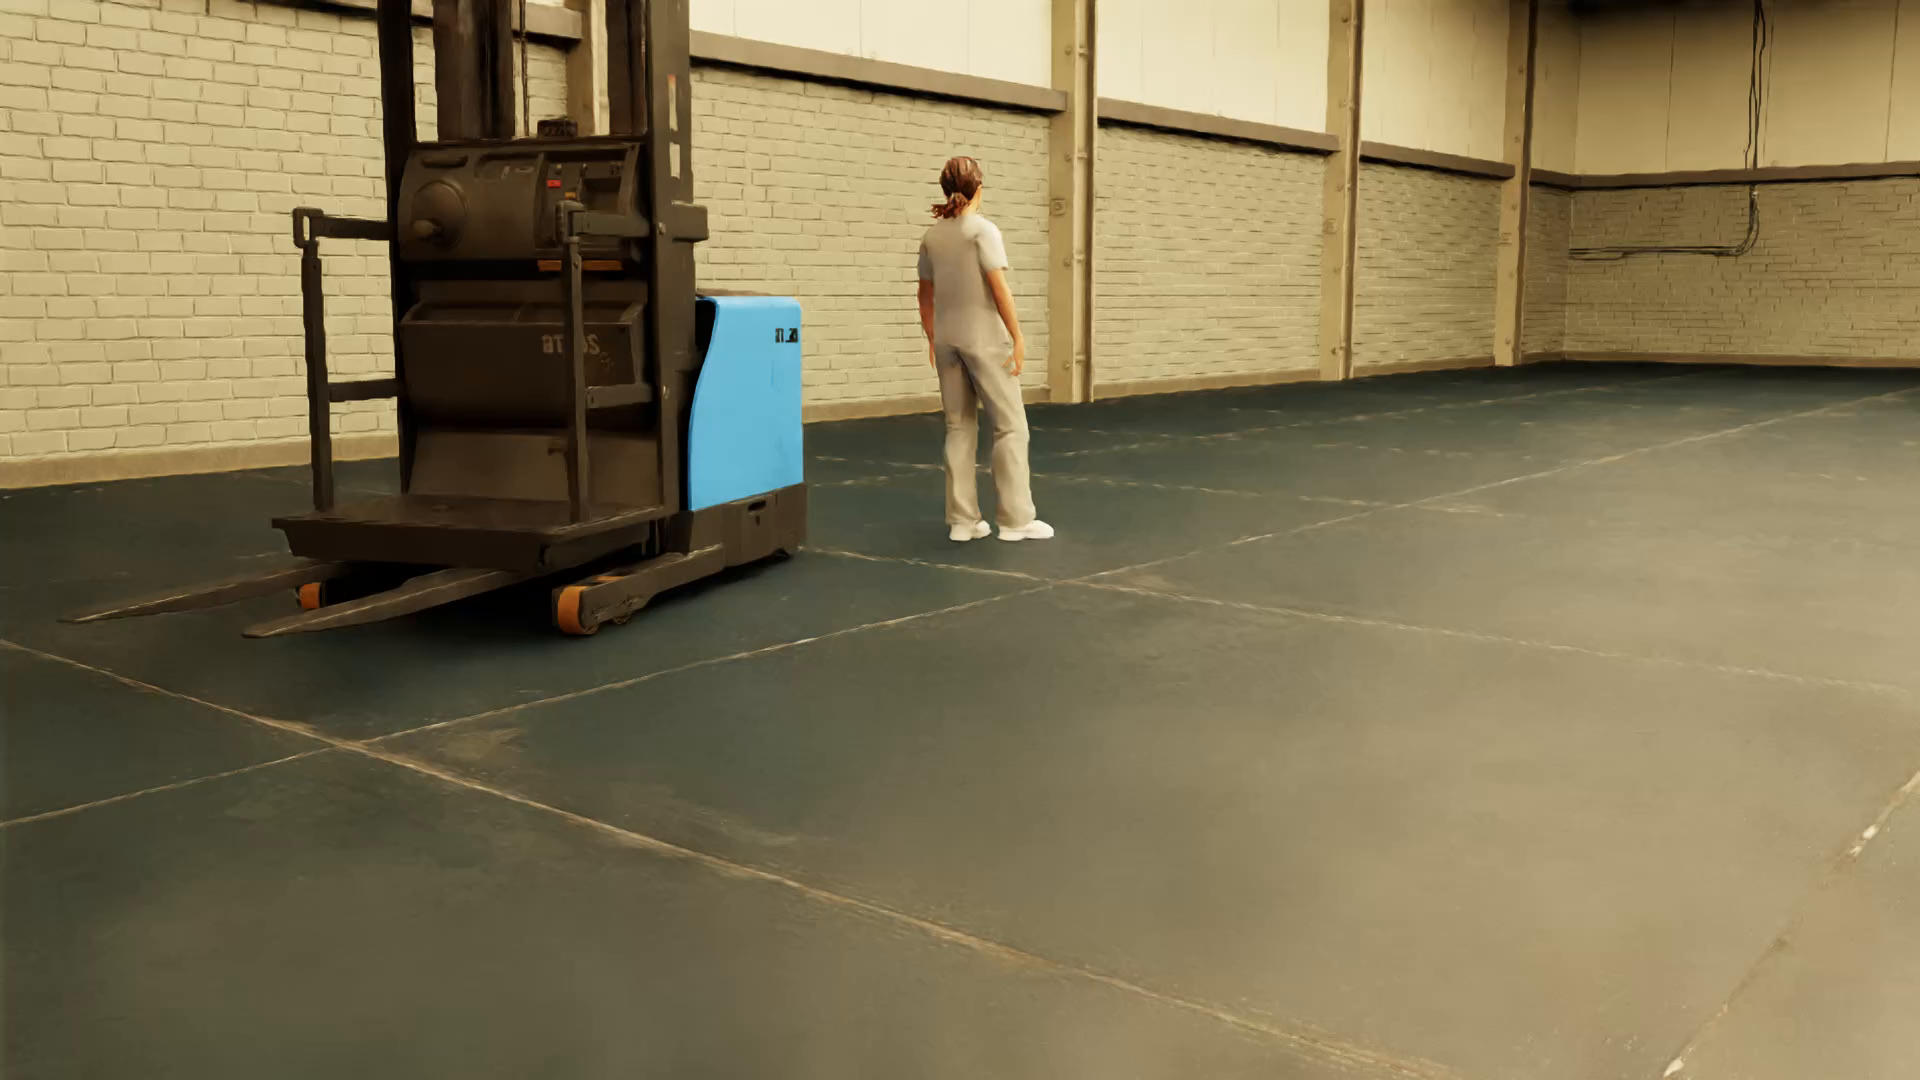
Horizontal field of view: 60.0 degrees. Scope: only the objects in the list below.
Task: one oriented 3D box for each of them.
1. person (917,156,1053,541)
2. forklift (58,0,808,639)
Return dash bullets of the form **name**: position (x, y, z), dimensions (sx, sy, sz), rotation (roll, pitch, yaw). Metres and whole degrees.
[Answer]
- **person**: position (0.089, -0.829, 7.366), dimensions (0.549, 1.654, 0.503), rotation (6, 11, 38)
- **forklift**: position (-1.595, -1.210, 5.549), dimensions (1.130, 2.935, 3.031), rotation (3, 9, 19)
